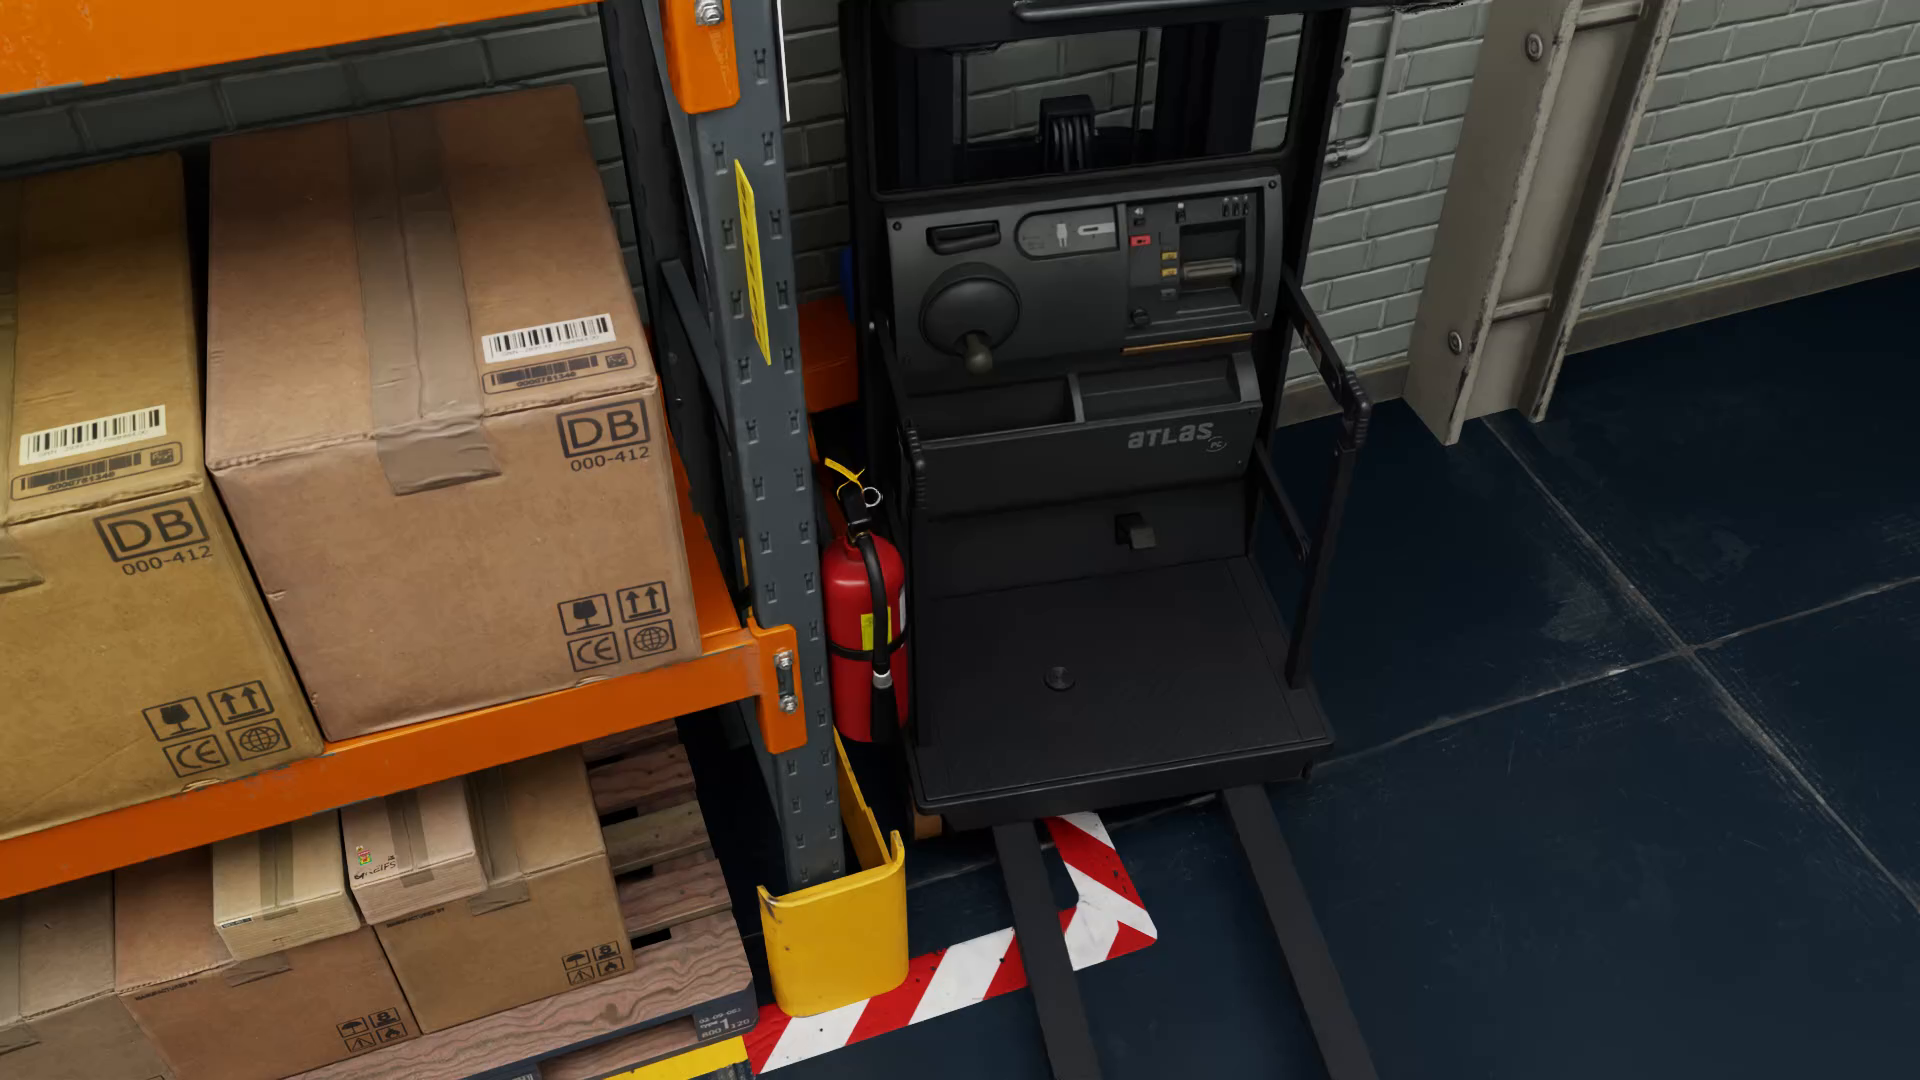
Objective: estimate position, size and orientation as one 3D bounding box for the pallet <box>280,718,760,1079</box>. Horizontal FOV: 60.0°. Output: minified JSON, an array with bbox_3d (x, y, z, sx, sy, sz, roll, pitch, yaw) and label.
[{"bbox_3d":[-1.217,0.931,4.173,1.213,0.211,1.003,-14,47,-14],"label":"pallet"}]

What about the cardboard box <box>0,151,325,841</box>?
[{"bbox_3d":[-1.648,-0.092,3.012,0.700,0.700,0.980,-15,47,-14],"label":"cardboard box"}]

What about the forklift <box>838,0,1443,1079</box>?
[{"bbox_3d":[0.339,-0.526,3.704,1.130,2.935,3.031,-8,46,-8],"label":"forklift"}]

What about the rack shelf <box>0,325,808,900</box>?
[{"bbox_3d":[-2.373,0.437,3.204,4.000,0.370,1.077,-14,47,-14],"label":"rack shelf"}]

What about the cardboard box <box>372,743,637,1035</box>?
[{"bbox_3d":[-1.116,0.671,3.931,0.500,0.500,0.700,-14,47,-14],"label":"cardboard box"}]

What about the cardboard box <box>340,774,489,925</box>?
[{"bbox_3d":[-1.175,0.595,3.550,0.250,0.149,0.380,-15,47,-14],"label":"cardboard box"}]

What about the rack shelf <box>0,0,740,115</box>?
[{"bbox_3d":[-2.373,-0.622,2.142,4.000,0.370,1.077,-14,47,-14],"label":"rack shelf"}]

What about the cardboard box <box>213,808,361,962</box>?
[{"bbox_3d":[-1.415,0.657,3.488,0.250,0.149,0.380,-13,47,-13],"label":"cardboard box"}]

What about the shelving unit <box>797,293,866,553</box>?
[{"bbox_3d":[0.022,-0.352,4.784,1.048,1.125,0.538,-18,34,-10],"label":"shelving unit"}]

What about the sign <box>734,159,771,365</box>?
[{"bbox_3d":[-0.320,-0.425,2.571,0.005,0.325,0.100,-14,47,-14],"label":"sign"}]

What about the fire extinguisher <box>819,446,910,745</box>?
[{"bbox_3d":[-0.193,0.132,3.318,0.183,0.674,0.296,-14,47,-14],"label":"fire extinguisher"}]

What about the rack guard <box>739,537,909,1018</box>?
[{"bbox_3d":[-0.469,0.579,4.320,0.348,0.500,1.175,-14,47,-14],"label":"rack guard"}]

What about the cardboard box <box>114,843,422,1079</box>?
[{"bbox_3d":[-1.587,0.792,3.811,0.500,0.500,0.700,-14,47,-14],"label":"cardboard box"}]

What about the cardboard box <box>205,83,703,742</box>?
[{"bbox_3d":[-0.968,-0.274,3.194,0.700,0.700,0.980,-12,46,-12],"label":"cardboard box"}]

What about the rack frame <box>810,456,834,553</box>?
[{"bbox_3d":[-0.454,-0.197,4.691,0.032,1.125,0.500,-18,34,-10],"label":"rack frame"}]

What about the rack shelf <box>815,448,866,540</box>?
[{"bbox_3d":[0.061,-0.151,4.918,1.000,0.278,0.538,-18,34,-10],"label":"rack shelf"}]

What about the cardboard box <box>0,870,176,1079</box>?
[{"bbox_3d":[-2.060,0.913,3.690,0.500,0.500,0.700,-16,47,-15],"label":"cardboard box"}]

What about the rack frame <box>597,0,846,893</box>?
[{"bbox_3d":[-0.492,-0.298,3.429,0.127,3.000,1.000,-14,47,-14],"label":"rack frame"}]

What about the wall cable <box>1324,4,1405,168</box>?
[{"bbox_3d":[0.392,-1.594,4.004,1.851,1.984,0.084,-14,47,-14],"label":"wall cable"}]

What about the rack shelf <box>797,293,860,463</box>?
[{"bbox_3d":[-0.025,-0.592,4.623,1.000,0.278,0.538,-18,34,-10],"label":"rack shelf"}]

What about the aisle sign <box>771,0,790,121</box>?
[{"bbox_3d":[-0.322,-1.033,2.326,0.004,0.787,0.394,-14,47,-14],"label":"aisle sign"}]
